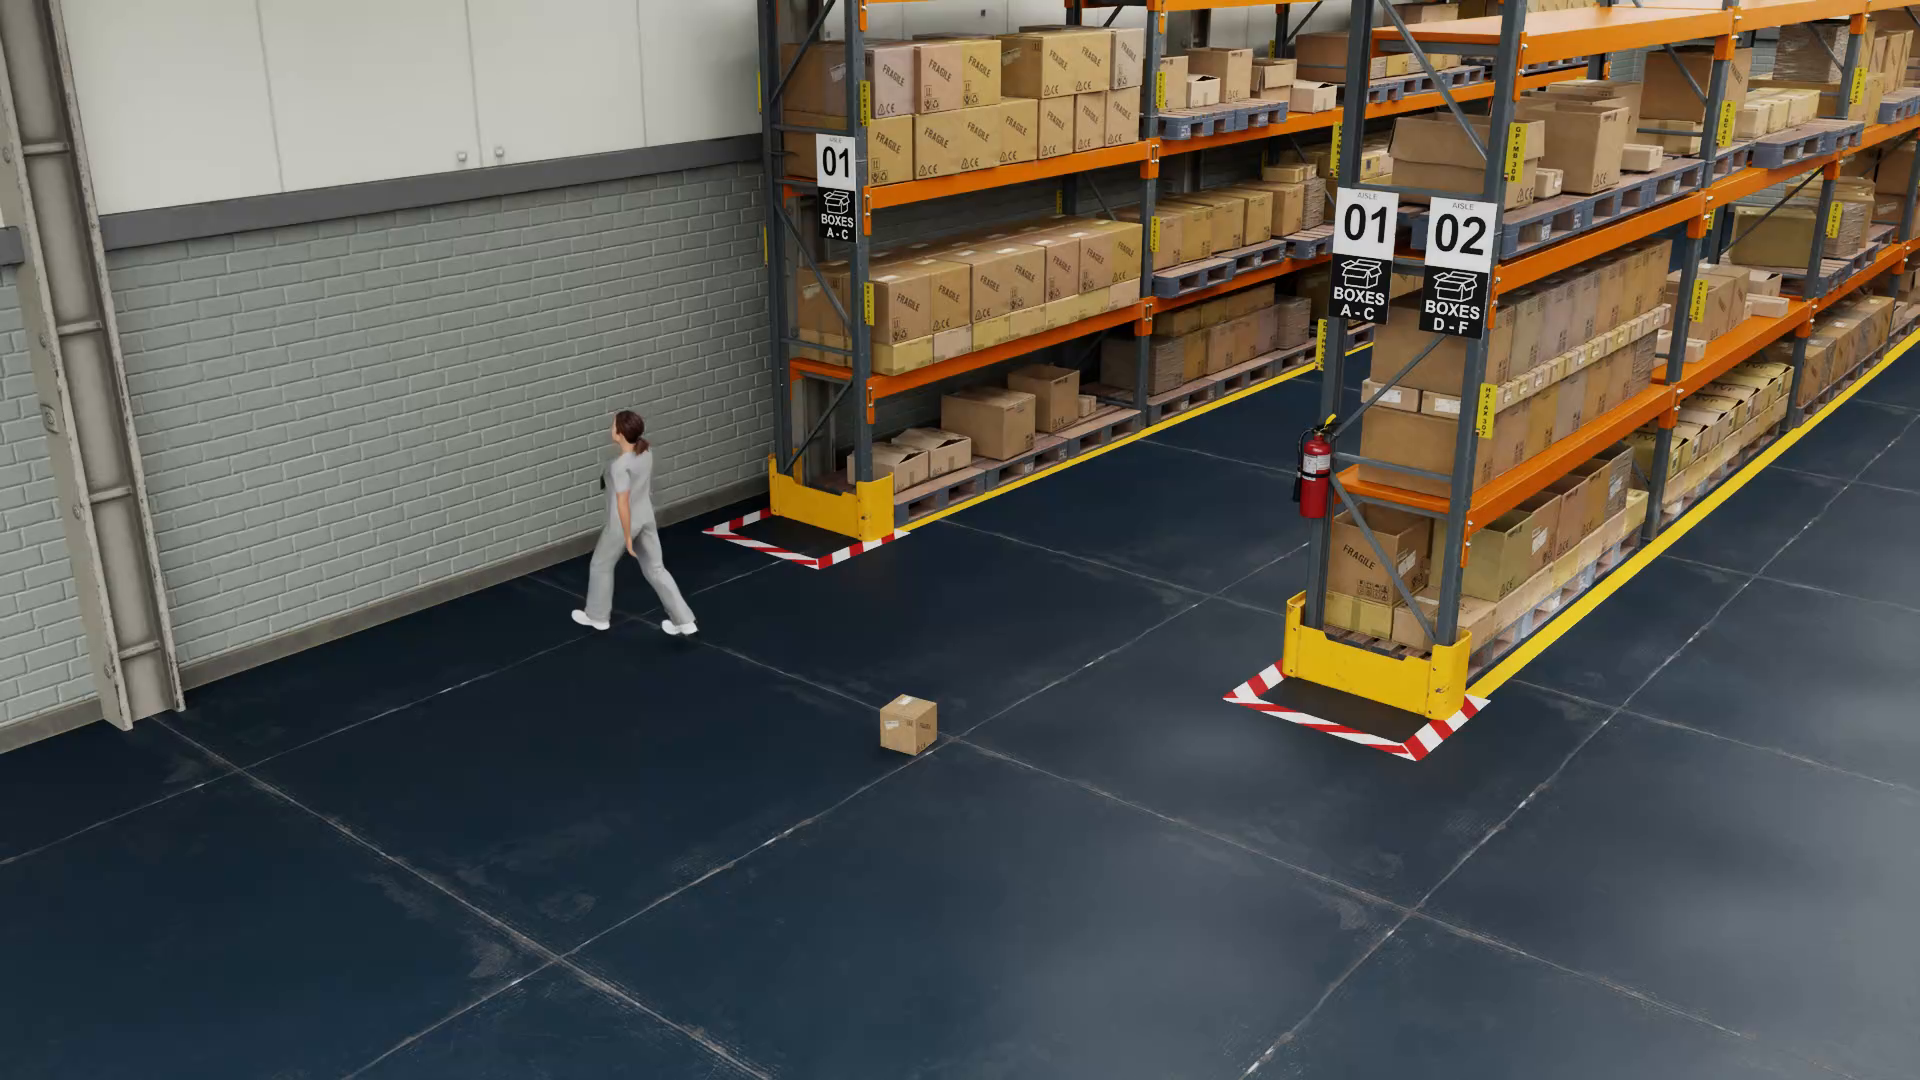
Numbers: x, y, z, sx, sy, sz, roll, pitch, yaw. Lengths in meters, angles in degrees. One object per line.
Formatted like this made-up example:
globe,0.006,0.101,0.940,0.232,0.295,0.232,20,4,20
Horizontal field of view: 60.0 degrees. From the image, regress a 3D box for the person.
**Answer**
person,-2.271,-0.117,11.401,1.005,1.621,0.440,12,24,30
